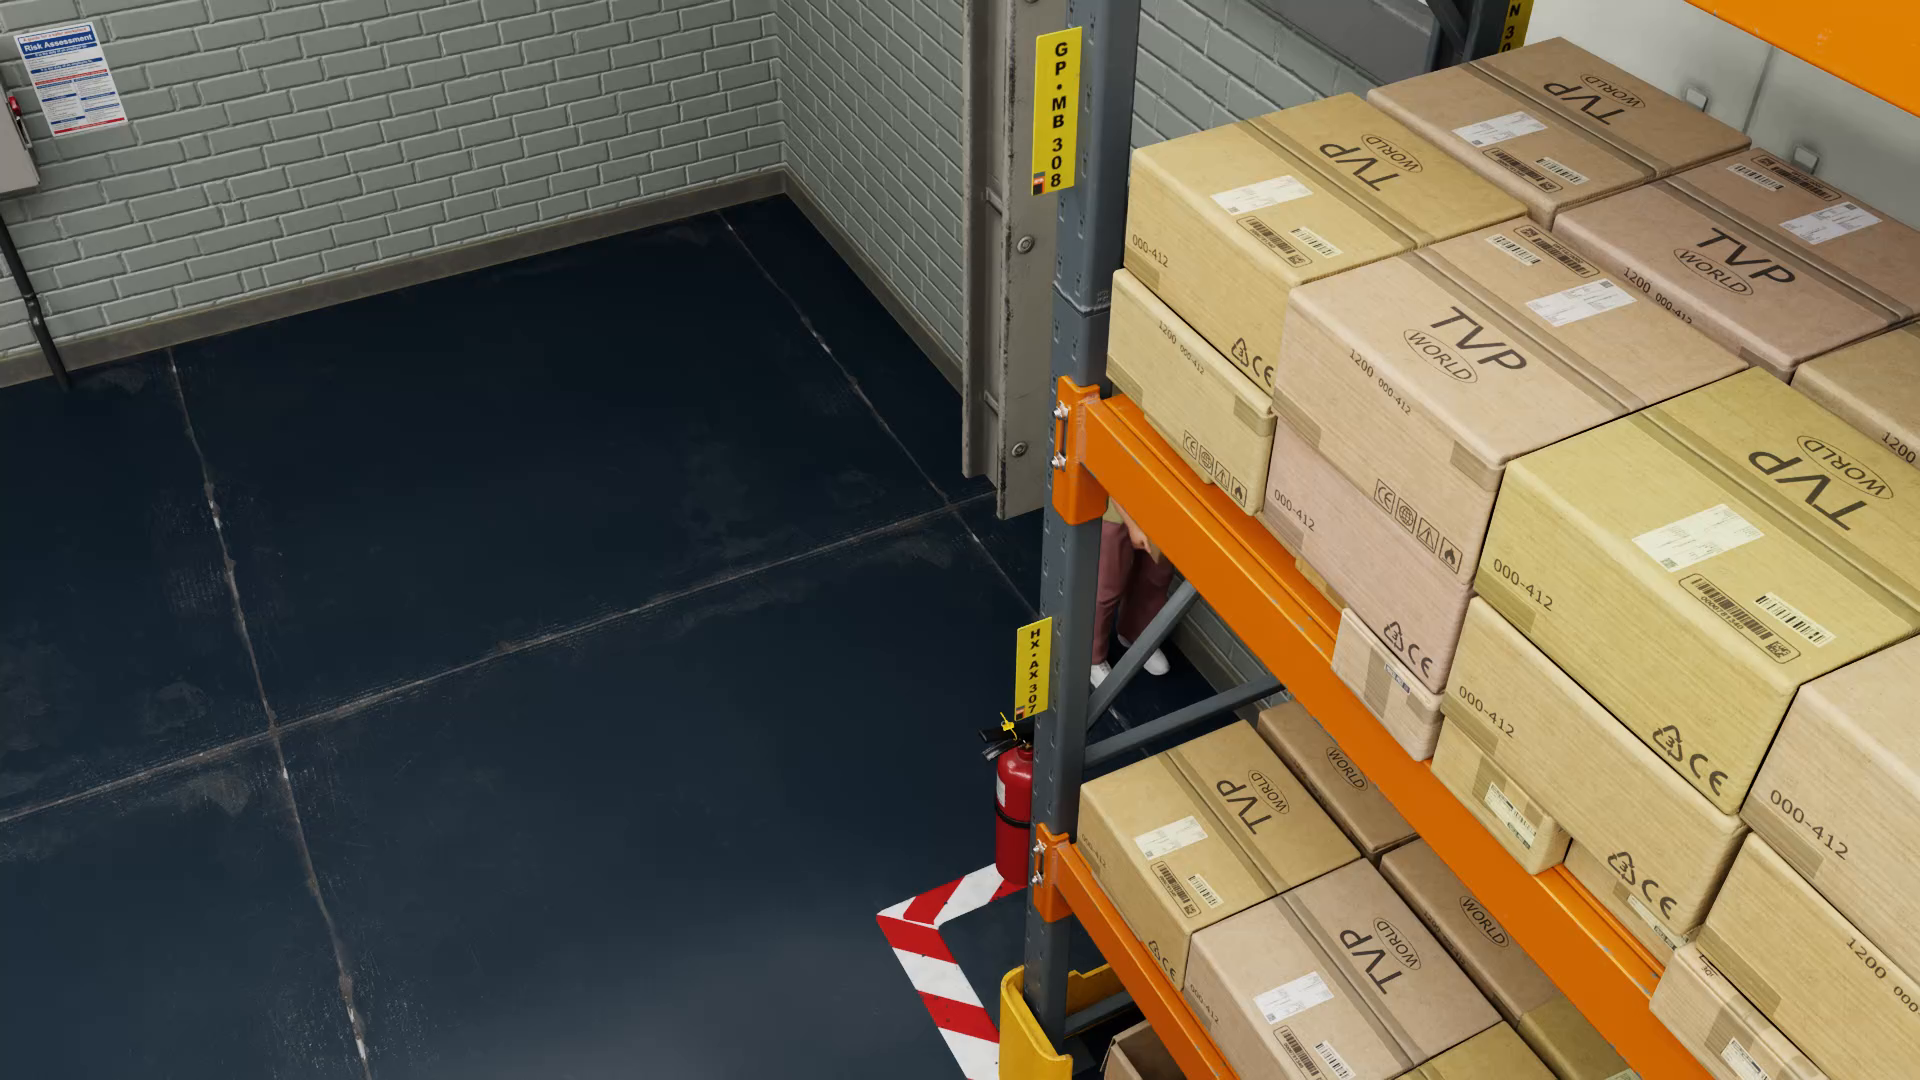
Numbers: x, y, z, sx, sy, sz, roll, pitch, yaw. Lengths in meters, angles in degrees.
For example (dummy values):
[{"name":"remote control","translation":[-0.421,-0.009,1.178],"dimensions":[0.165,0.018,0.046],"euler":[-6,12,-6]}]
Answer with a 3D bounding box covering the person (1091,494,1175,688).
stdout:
[{"name":"person","translation":[0.686,-0.097,6.279],"dimensions":[0.426,1.666,0.547],"euler":[-18,45,-20]}]
